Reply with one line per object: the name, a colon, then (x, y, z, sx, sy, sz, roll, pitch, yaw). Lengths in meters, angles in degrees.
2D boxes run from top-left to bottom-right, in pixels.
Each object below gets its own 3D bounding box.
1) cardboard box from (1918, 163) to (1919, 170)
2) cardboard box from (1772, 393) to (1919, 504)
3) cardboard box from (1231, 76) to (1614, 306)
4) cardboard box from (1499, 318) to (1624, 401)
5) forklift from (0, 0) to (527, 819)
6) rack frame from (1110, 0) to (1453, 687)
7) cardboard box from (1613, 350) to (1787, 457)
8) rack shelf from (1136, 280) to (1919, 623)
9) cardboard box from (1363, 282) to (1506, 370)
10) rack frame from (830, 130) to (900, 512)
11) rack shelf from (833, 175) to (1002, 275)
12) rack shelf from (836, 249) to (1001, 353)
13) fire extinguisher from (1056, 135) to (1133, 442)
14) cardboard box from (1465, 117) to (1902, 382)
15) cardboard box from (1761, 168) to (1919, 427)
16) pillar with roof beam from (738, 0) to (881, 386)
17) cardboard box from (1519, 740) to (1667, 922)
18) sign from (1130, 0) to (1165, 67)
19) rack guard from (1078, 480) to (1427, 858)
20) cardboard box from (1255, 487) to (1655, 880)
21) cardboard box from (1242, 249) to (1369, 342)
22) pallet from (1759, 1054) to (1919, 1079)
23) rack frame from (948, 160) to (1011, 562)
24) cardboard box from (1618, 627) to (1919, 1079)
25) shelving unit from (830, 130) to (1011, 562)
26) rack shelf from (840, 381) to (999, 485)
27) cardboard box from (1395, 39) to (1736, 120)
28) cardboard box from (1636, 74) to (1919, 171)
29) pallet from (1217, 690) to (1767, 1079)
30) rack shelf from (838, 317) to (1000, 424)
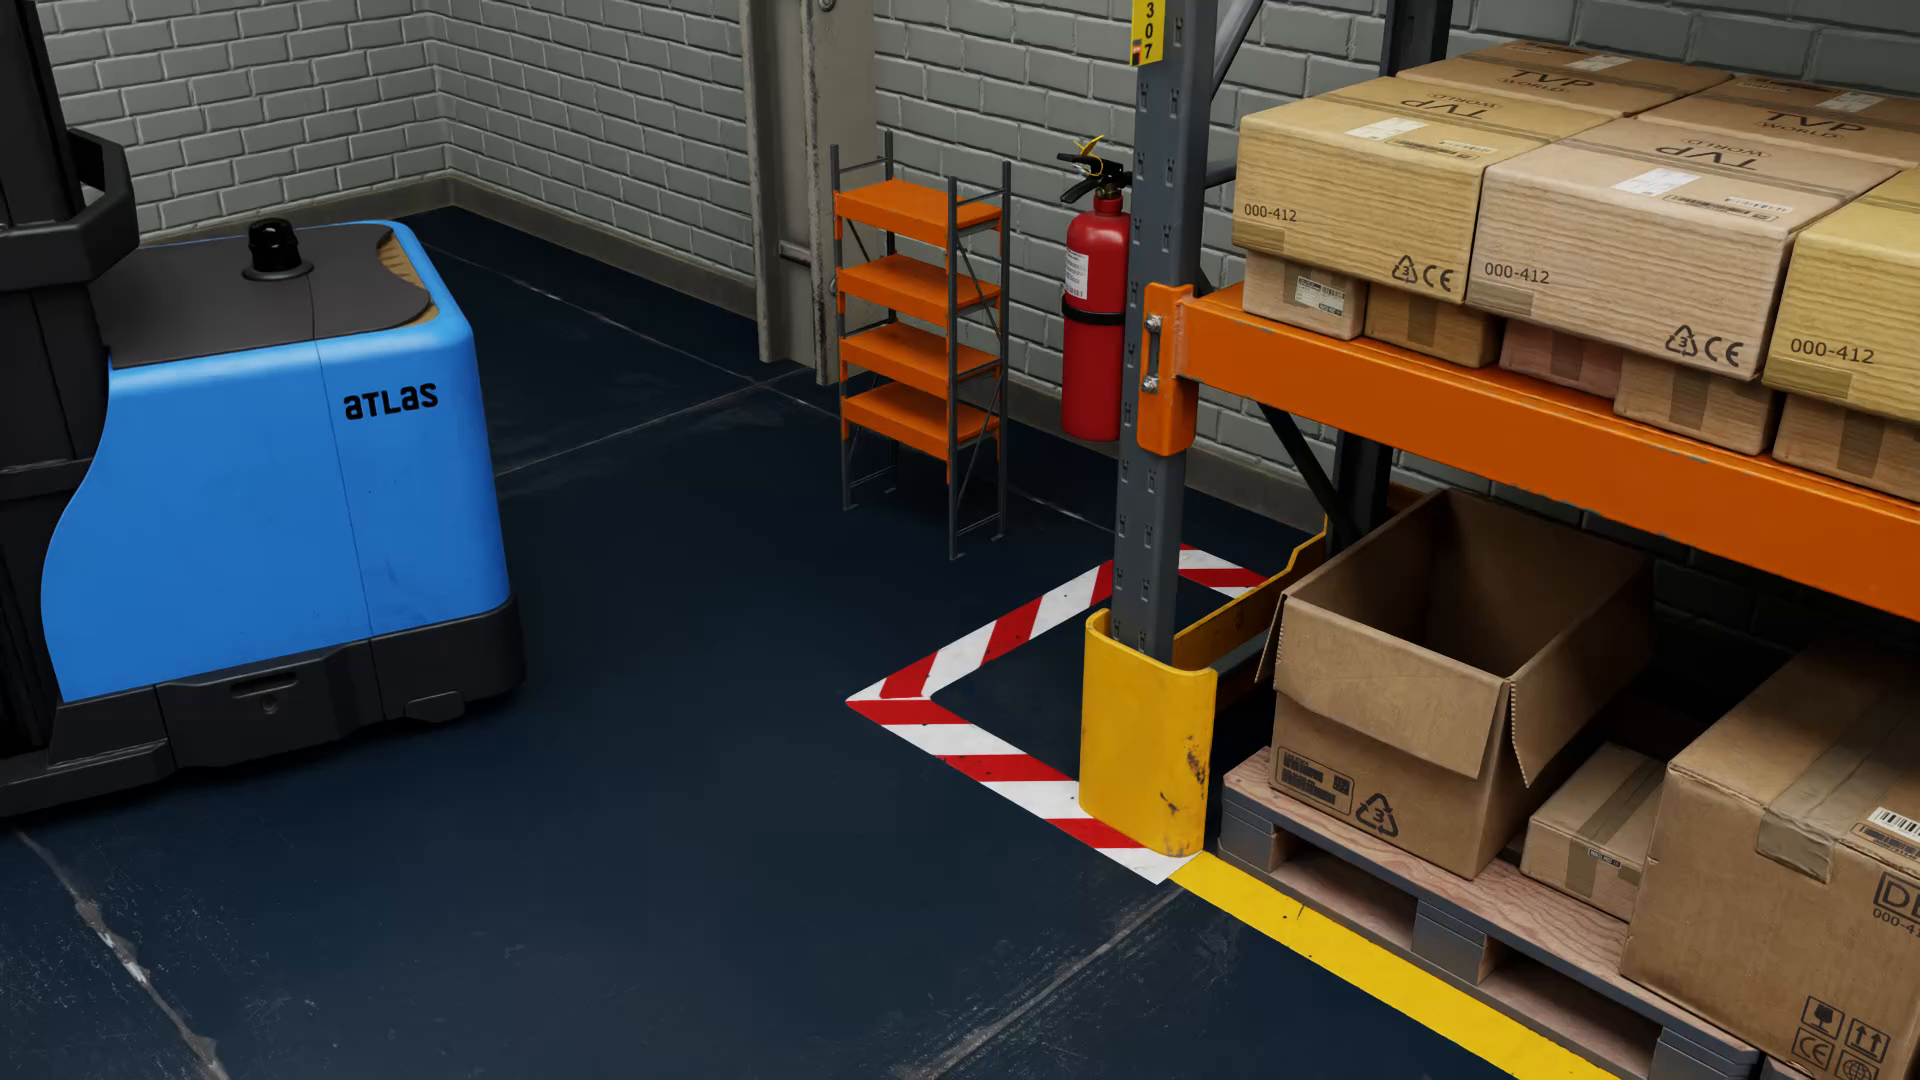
cardboard box: (1.969, -0.525, 2.867, 0.500, 0.250, 0.500, -24, 36, -38)
cardboard box: (1.537, -0.215, 2.706, 0.380, 0.149, 0.250, -25, 36, -38)
cardboard box: (0.873, -0.682, 3.165, 0.500, 0.250, 0.500, 25, 37, 39)
cardboard box: (1.206, -0.402, 3.062, 0.250, 0.149, 0.380, 24, 36, 38)
forklift: (-2.709, -0.767, 3.559, 3.031, 2.935, 1.130, -12, 30, -22)
rack frame: (0.739, -0.854, 3.651, 0.127, 3.000, 1.000, 25, 36, 38)
cardboard box: (1.344, -0.300, 2.867, 0.380, 0.149, 0.250, -24, 36, -38)
rack shelf: (2.165, 0.117, 2.577, 4.000, 0.370, 1.077, 25, 36, 38)
cardboard box: (0.995, -0.477, 3.203, 0.380, 0.149, 0.250, -24, 36, -38)
rack frame: (-0.292, -0.665, 5.225, 0.015, 1.200, 0.240, 25, 36, 38)
rack shelf: (-0.118, -0.933, 4.891, 0.480, 0.148, 0.258, 25, 36, 38)
rack shelf: (-0.118, -0.724, 5.001, 0.480, 0.148, 0.258, 25, 36, 38)
fire extinguisher: (0.310, -0.549, 3.555, 0.183, 0.674, 0.296, 25, 36, 38)
cardboard box: (1.233, -0.517, 2.852, 0.500, 0.250, 0.500, -25, 37, -39)
cardboard box: (1.597, -0.353, 2.540, 0.500, 0.250, 0.500, 24, 36, 37)
pillar with roof beam: (-3.570, -3.259, 1.779, 0.400, 9.000, 9.100, 25, 36, 38)
cardboard box: (1.384, 0.605, 3.489, 0.250, 0.149, 0.380, 23, 35, 37)
sign: (0.358, -1.057, 3.107, 0.005, 0.325, 0.100, 25, 36, 38)
rack guard: (0.793, 0.277, 4.185, 0.348, 0.500, 1.175, 25, 36, 38)
cardboard box: (1.108, 0.296, 3.695, 0.637, 0.503, 0.797, 23, 35, 37)
cardboard box: (0.781, -0.544, 3.332, 0.250, 0.149, 0.380, 24, 36, 38)
pallet: (2.228, 1.063, 3.002, 1.213, 0.211, 1.003, 25, 36, 38)
rack frame: (0.056, -0.505, 4.922, 0.015, 1.200, 0.240, 25, 36, 38)
cardboard box: (1.691, 0.590, 3.140, 0.700, 0.500, 0.500, -24, 36, -37)
shelving unit: (-0.118, -0.585, 5.073, 0.503, 1.200, 0.258, 25, 36, 38)
rack shelf: (-0.118, -0.350, 5.197, 0.480, 0.148, 0.258, 25, 36, 38)
cardboard box: (1.253, -0.857, 3.498, 0.500, 0.250, 0.500, -24, 36, -38)
cardboard box: (1.620, -0.688, 3.178, 0.500, 0.250, 0.500, 25, 36, 39)
pallet: (1.362, 0.665, 3.758, 1.213, 0.211, 1.003, 25, 36, 38)
rack shelf: (-0.118, -0.526, 5.105, 0.480, 0.148, 0.258, 25, 36, 38)
